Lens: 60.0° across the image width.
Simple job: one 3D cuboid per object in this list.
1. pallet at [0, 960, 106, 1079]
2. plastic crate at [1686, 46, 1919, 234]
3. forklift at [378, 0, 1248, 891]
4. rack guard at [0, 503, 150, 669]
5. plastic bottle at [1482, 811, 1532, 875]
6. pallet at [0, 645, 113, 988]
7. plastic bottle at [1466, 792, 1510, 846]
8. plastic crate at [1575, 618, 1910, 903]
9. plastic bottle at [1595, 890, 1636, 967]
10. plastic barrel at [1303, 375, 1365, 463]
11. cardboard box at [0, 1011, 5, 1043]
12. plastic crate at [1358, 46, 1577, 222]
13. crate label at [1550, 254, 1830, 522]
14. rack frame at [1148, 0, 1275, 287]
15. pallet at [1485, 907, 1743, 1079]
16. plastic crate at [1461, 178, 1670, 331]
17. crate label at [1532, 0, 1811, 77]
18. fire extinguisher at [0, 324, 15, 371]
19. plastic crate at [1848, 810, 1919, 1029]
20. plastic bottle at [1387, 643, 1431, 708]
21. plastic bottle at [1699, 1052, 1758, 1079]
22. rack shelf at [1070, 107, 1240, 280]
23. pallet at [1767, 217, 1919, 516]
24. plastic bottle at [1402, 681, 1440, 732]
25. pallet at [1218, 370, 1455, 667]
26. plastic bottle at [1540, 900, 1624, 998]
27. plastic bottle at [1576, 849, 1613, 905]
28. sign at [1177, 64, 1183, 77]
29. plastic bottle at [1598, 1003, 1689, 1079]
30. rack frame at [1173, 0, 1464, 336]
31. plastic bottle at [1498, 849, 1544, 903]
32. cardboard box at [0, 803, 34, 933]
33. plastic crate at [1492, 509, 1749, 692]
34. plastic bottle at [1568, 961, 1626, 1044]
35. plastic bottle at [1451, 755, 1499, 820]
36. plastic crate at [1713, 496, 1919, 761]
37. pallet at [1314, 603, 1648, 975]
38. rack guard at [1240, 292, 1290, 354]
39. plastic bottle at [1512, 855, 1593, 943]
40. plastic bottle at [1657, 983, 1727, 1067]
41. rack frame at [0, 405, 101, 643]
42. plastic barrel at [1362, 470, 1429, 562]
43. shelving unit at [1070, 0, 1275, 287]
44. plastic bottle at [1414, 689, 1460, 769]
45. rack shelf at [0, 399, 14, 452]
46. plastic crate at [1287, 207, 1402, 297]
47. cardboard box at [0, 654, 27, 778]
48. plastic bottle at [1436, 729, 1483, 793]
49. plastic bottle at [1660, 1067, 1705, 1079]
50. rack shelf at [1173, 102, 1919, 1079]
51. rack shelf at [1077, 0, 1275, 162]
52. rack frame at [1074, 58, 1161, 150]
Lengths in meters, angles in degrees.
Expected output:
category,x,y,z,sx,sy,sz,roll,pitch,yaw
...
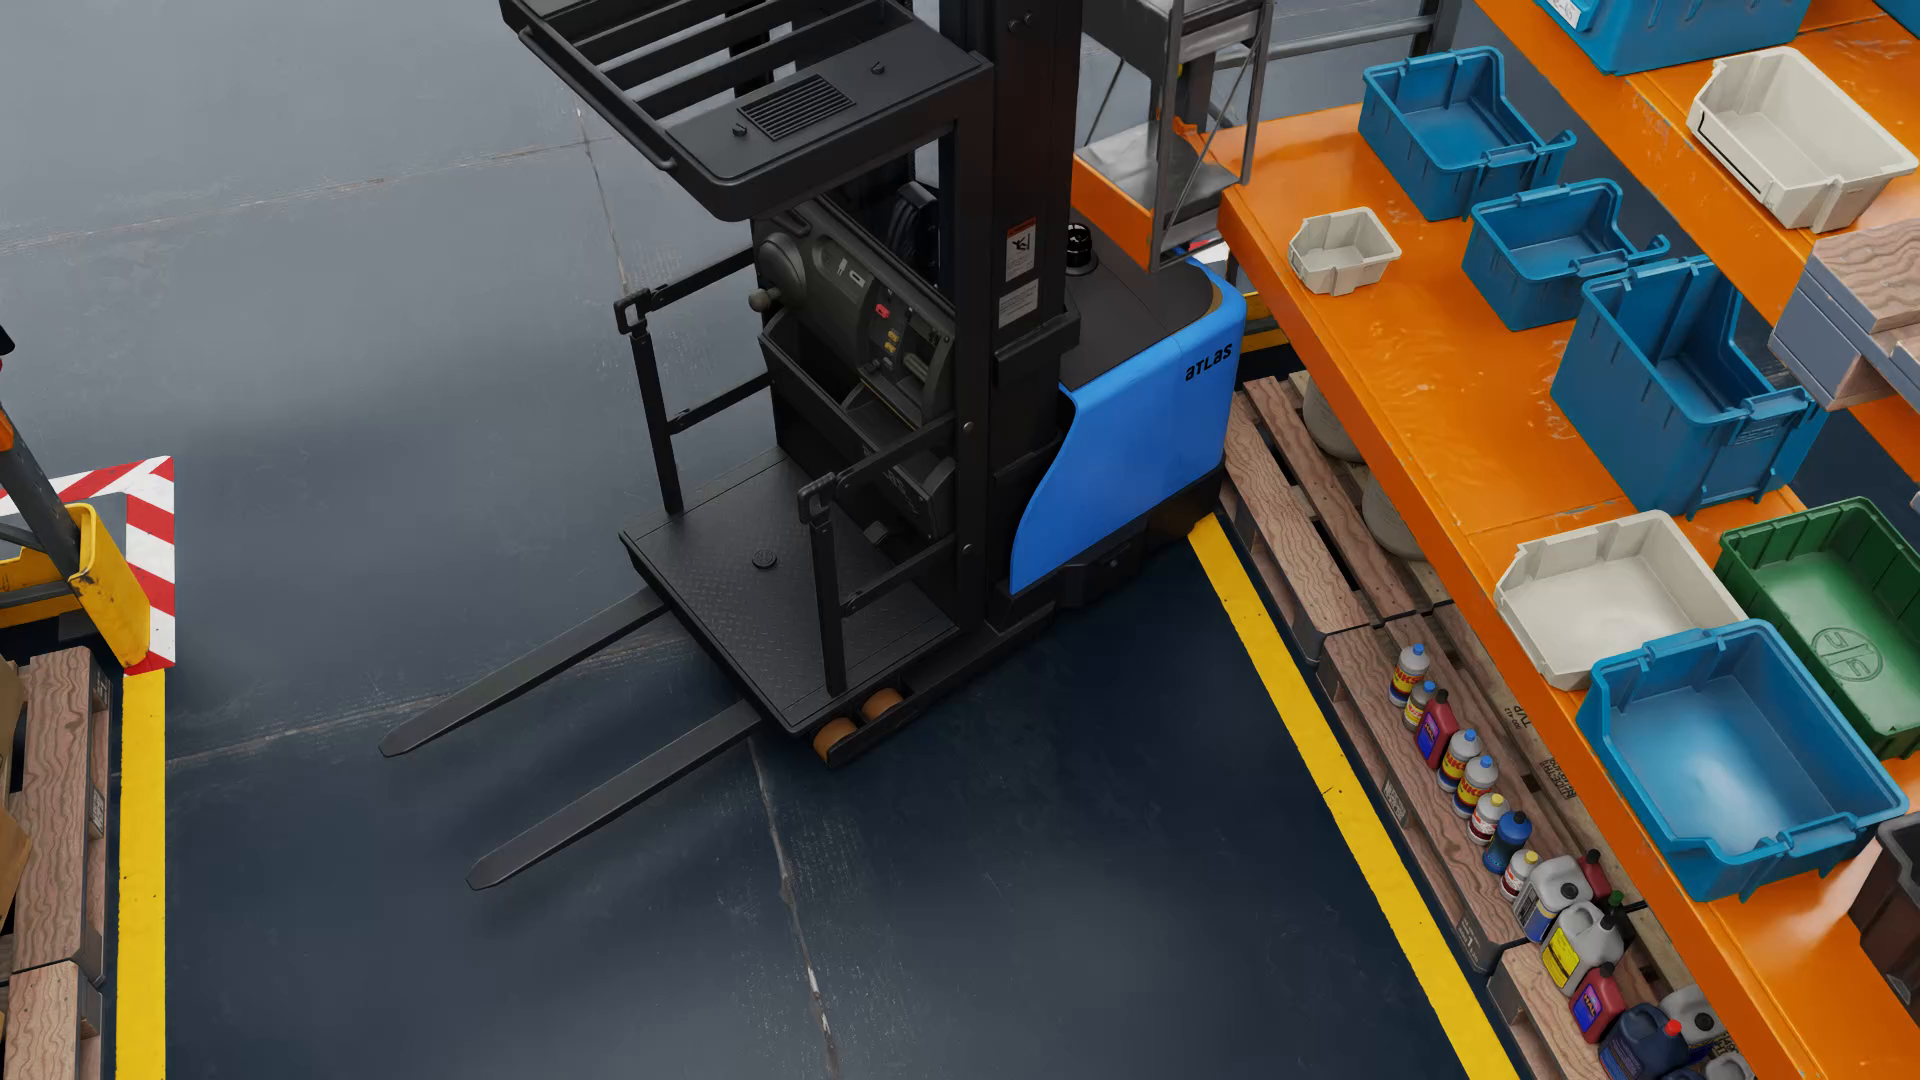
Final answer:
category,x,y,z,sx,sy,sz,roll,pitch,yaw
pallet,-2.915,1.863,4.541,1.003,0.211,1.213,-13,51,-11
plastic crate,1.552,-0.743,3.125,0.243,0.136,0.396,-13,51,-11
forklift,-0.494,-0.648,4.879,3.031,2.935,1.130,-31,56,-23
rack guard,-3.479,0.279,5.688,1.175,0.500,0.348,-13,51,-11
plastic bottle,1.660,0.902,5.025,0.097,0.271,0.097,0,50,0
pallet,-3.272,0.974,5.291,1.003,0.211,1.213,-13,51,-11
plastic bottle,1.629,0.849,5.115,0.097,0.201,0.097,0,50,0
plastic crate,1.827,0.520,3.947,0.499,0.251,0.616,-13,51,-11
plastic bottle,1.886,1.130,4.824,0.061,0.283,0.133,-13,51,-11
plastic barrel,1.498,-0.572,6.123,0.421,0.512,0.421,0,50,0
cardboard box,-2.956,1.438,4.436,0.500,0.500,0.500,-9,50,-8
plastic crate,1.664,-1.356,5.529,0.499,0.251,0.616,-13,51,-11
crate label,2.033,-0.430,4.628,0.502,0.435,0.616,-13,51,-11
rack frame,0.798,-0.974,5.627,0.400,2.100,0.015,-26,51,-22
pallet,2.255,1.618,4.748,1.003,0.211,1.213,-13,51,-11
plastic crate,1.851,-0.881,5.128,0.499,0.251,0.408,-13,51,-11
crate label,1.468,-1.179,3.417,0.502,0.251,0.408,-13,51,-11
fire extinguisher,-3.095,-0.745,4.967,0.296,0.674,0.183,-13,51,-11
plastic crate,2.380,0.828,3.630,0.767,0.338,0.504,-13,51,-11
plastic bottle,1.469,0.430,5.422,0.097,0.271,0.097,0,50,0
plastic bottle,2.085,1.494,4.474,0.144,0.351,0.185,-13,51,-11
rack shelf,0.663,-1.110,5.778,0.431,0.518,0.480,-26,51,-22
pallet,2.107,-0.191,2.611,1.213,0.211,1.003,-13,51,-11
plastic bottle,1.500,0.528,5.385,0.097,0.201,0.097,0,50,0
pallet,1.533,-0.164,6.250,1.003,0.211,1.213,-13,51,-11
plastic bottle,1.795,1.150,4.763,0.144,0.351,0.185,-14,51,-11
plastic bottle,1.853,1.028,4.910,0.061,0.283,0.133,-13,51,-11
sign,0.704,-1.670,5.515,0.100,0.325,0.005,-13,51,-11
plastic bottle,1.891,1.386,4.564,0.144,0.351,0.185,-16,52,-13
rack frame,1.230,-1.702,5.723,1.000,3.000,0.127,-13,51,-11
plastic bottle,1.690,0.999,4.989,0.097,0.201,0.097,0,50,0
cardboard box,-3.123,0.977,4.825,0.500,0.500,0.500,-2,50,-1
plastic crate,1.691,0.176,4.312,0.530,0.136,0.437,-13,51,-11
plastic bottle,1.803,1.298,4.683,0.061,0.283,0.133,-10,51,-9
plastic bottle,1.600,0.754,5.149,0.097,0.271,0.097,0,50,0
plastic crate,2.282,0.232,4.231,0.450,0.188,0.662,-13,51,-11
pallet,1.890,0.726,5.500,1.003,0.211,1.213,-13,51,-11
rack guard,1.298,-0.851,6.641,1.175,0.500,0.348,-13,51,-11
plastic bottle,1.751,1.055,4.893,0.152,0.276,0.135,-12,51,-10
plastic bottle,2.025,1.358,4.637,0.152,0.276,0.135,-13,51,-11
rack frame,-3.501,-0.582,4.779,1.000,3.000,0.127,-13,51,-11
plastic barrel,1.646,-0.206,5.814,0.421,0.512,0.421,0,50,0
shelving unit,0.663,-1.119,5.768,0.431,2.100,0.503,-26,51,-22
plastic bottle,1.518,0.596,5.275,0.061,0.283,0.133,-13,51,-10
rack shelf,-2.910,1.110,3.822,1.077,0.370,4.000,-13,51,-11
plastic crate,1.188,-0.891,5.211,0.298,0.136,0.250,-13,51,-11
cardboard box,-3.332,0.548,5.186,0.500,0.500,0.500,-5,50,-4
plastic bottle,1.570,0.681,5.211,0.097,0.271,0.097,0,50,0
plastic bottle,1.948,1.526,4.446,0.144,0.351,0.185,-15,51,-12
rack shelf,1.822,-0.009,4.767,1.077,0.370,4.000,-13,51,-11
rack shelf,0.658,-1.596,5.275,0.431,0.518,0.480,-26,51,-22
rack frame,0.528,-1.265,5.910,0.400,2.100,0.015,-26,51,-22
